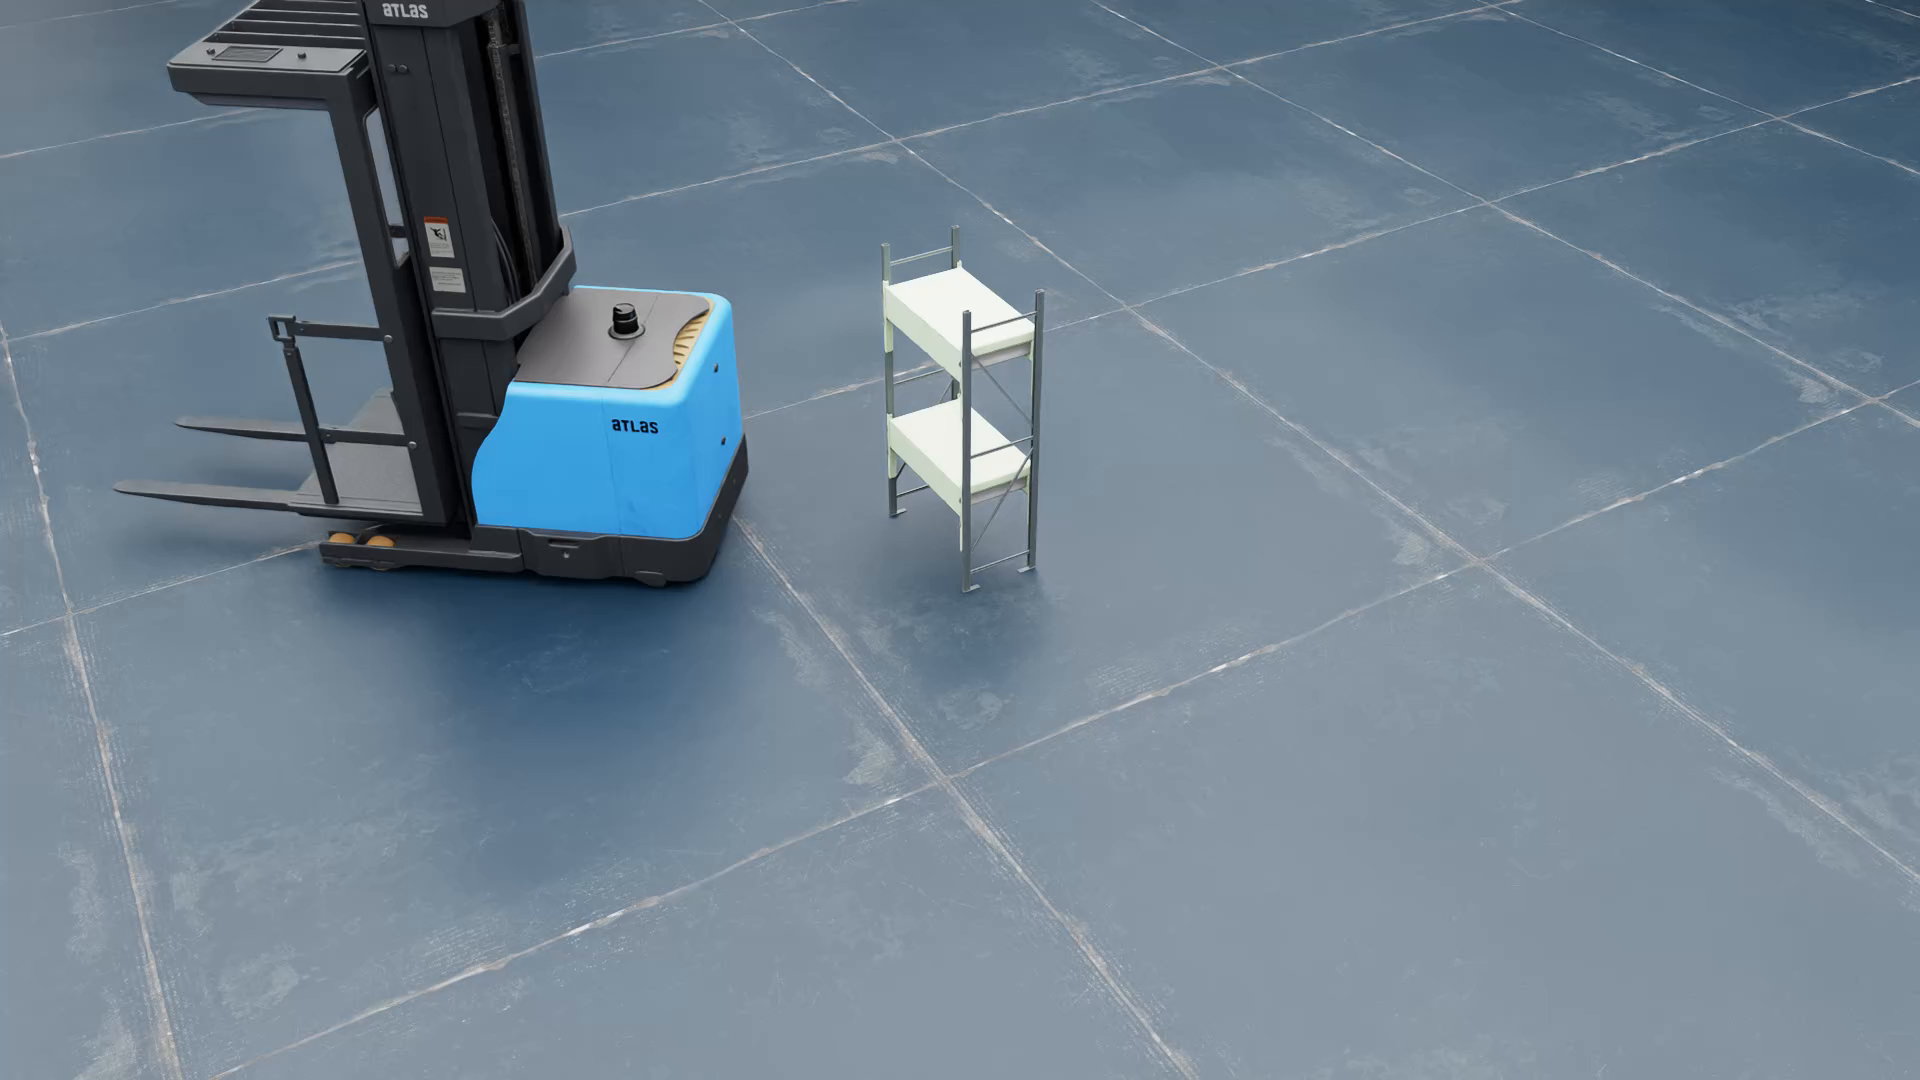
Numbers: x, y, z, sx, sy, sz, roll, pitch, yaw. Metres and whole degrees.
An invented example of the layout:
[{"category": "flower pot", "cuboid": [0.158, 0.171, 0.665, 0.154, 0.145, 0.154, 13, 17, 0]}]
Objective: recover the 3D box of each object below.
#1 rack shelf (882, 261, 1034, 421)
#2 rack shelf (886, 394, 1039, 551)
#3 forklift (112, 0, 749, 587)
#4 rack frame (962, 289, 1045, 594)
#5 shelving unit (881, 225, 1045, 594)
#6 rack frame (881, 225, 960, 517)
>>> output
[{"category": "rack shelf", "cuboid": [0.003, -0.917, 7.573, 0.431, 0.370, 0.720, -19, 40, -24]}, {"category": "rack shelf", "cuboid": [0.003, -0.339, 7.995, 0.431, 0.370, 0.720, -19, 40, -24]}, {"category": "forklift", "cuboid": [-2.651, -1.340, 7.599, 3.031, 2.935, 1.130, 4, 36, 6]}, {"category": "rack frame", "cuboid": [0.187, -0.416, 7.547, 0.400, 1.500, 0.023, -19, 40, -24]}, {"category": "shelving unit", "cuboid": [0.003, -0.602, 7.803, 0.431, 1.500, 0.755, -19, 40, -24]}, {"category": "rack frame", "cuboid": [-0.181, -0.789, 8.059, 0.400, 1.500, 0.023, -19, 40, -24]}]
